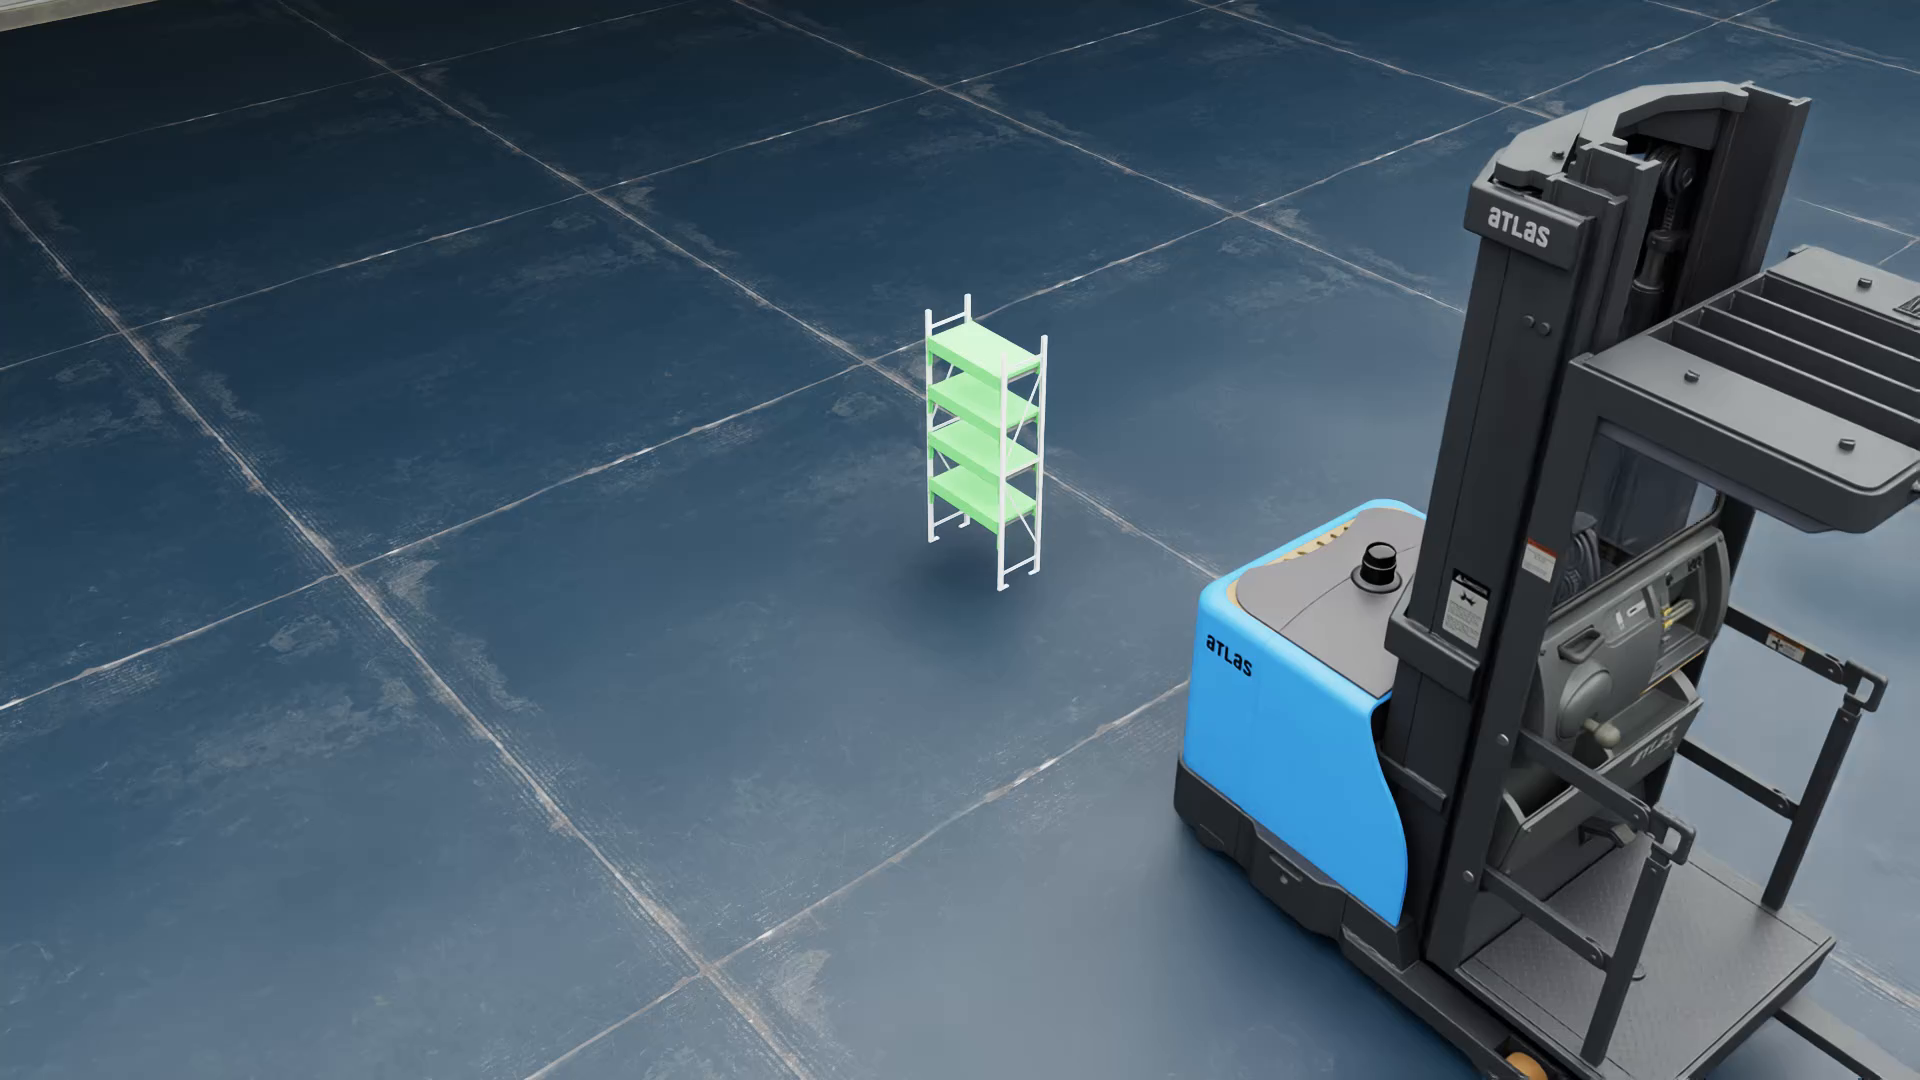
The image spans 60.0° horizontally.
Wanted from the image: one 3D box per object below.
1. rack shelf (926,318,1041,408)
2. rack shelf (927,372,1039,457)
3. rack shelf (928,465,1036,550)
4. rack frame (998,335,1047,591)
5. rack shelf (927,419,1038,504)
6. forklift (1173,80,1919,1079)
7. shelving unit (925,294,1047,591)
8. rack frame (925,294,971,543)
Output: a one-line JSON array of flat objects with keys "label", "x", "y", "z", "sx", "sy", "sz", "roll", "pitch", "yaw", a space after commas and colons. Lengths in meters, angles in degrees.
[{"label": "rack shelf", "x": 0.107, "y": -0.756, "z": 7.060, "sx": 0.258, "sy": 0.148, "sz": 0.480, "roll": -26, "pitch": 43, "yaw": -32}, {"label": "rack shelf", "x": 0.107, "y": -0.560, "z": 7.198, "sx": 0.258, "sy": 0.148, "sz": 0.480, "roll": -26, "pitch": 43, "yaw": -32}, {"label": "rack shelf", "x": 0.107, "y": -0.169, "z": 7.476, "sx": 0.258, "sy": 0.148, "sz": 0.480, "roll": -26, "pitch": 43, "yaw": -32}, {"label": "rack frame", "x": 0.264, "y": -0.309, "z": 7.148, "sx": 0.240, "sy": 1.200, "sz": 0.015, "roll": -26, "pitch": 43, "yaw": -32}, {"label": "rack shelf", "x": 0.107, "y": -0.364, "z": 7.337, "sx": 0.258, "sy": 0.148, "sz": 0.480, "roll": -26, "pitch": 43, "yaw": -32}, {"label": "forklift", "x": 2.102, "y": 0.346, "z": 4.725, "sx": 1.130, "sy": 2.935, "sz": 3.031, "roll": -24, "pitch": 42, "yaw": -30}, {"label": "shelving unit", "x": 0.107, "y": -0.417, "z": 7.300, "sx": 0.258, "sy": 1.200, "sz": 0.503, "roll": -26, "pitch": 43, "yaw": -32}, {"label": "rack frame", "x": -0.051, "y": -0.524, "z": 7.452, "sx": 0.240, "sy": 1.200, "sz": 0.015, "roll": -26, "pitch": 43, "yaw": -32}]
